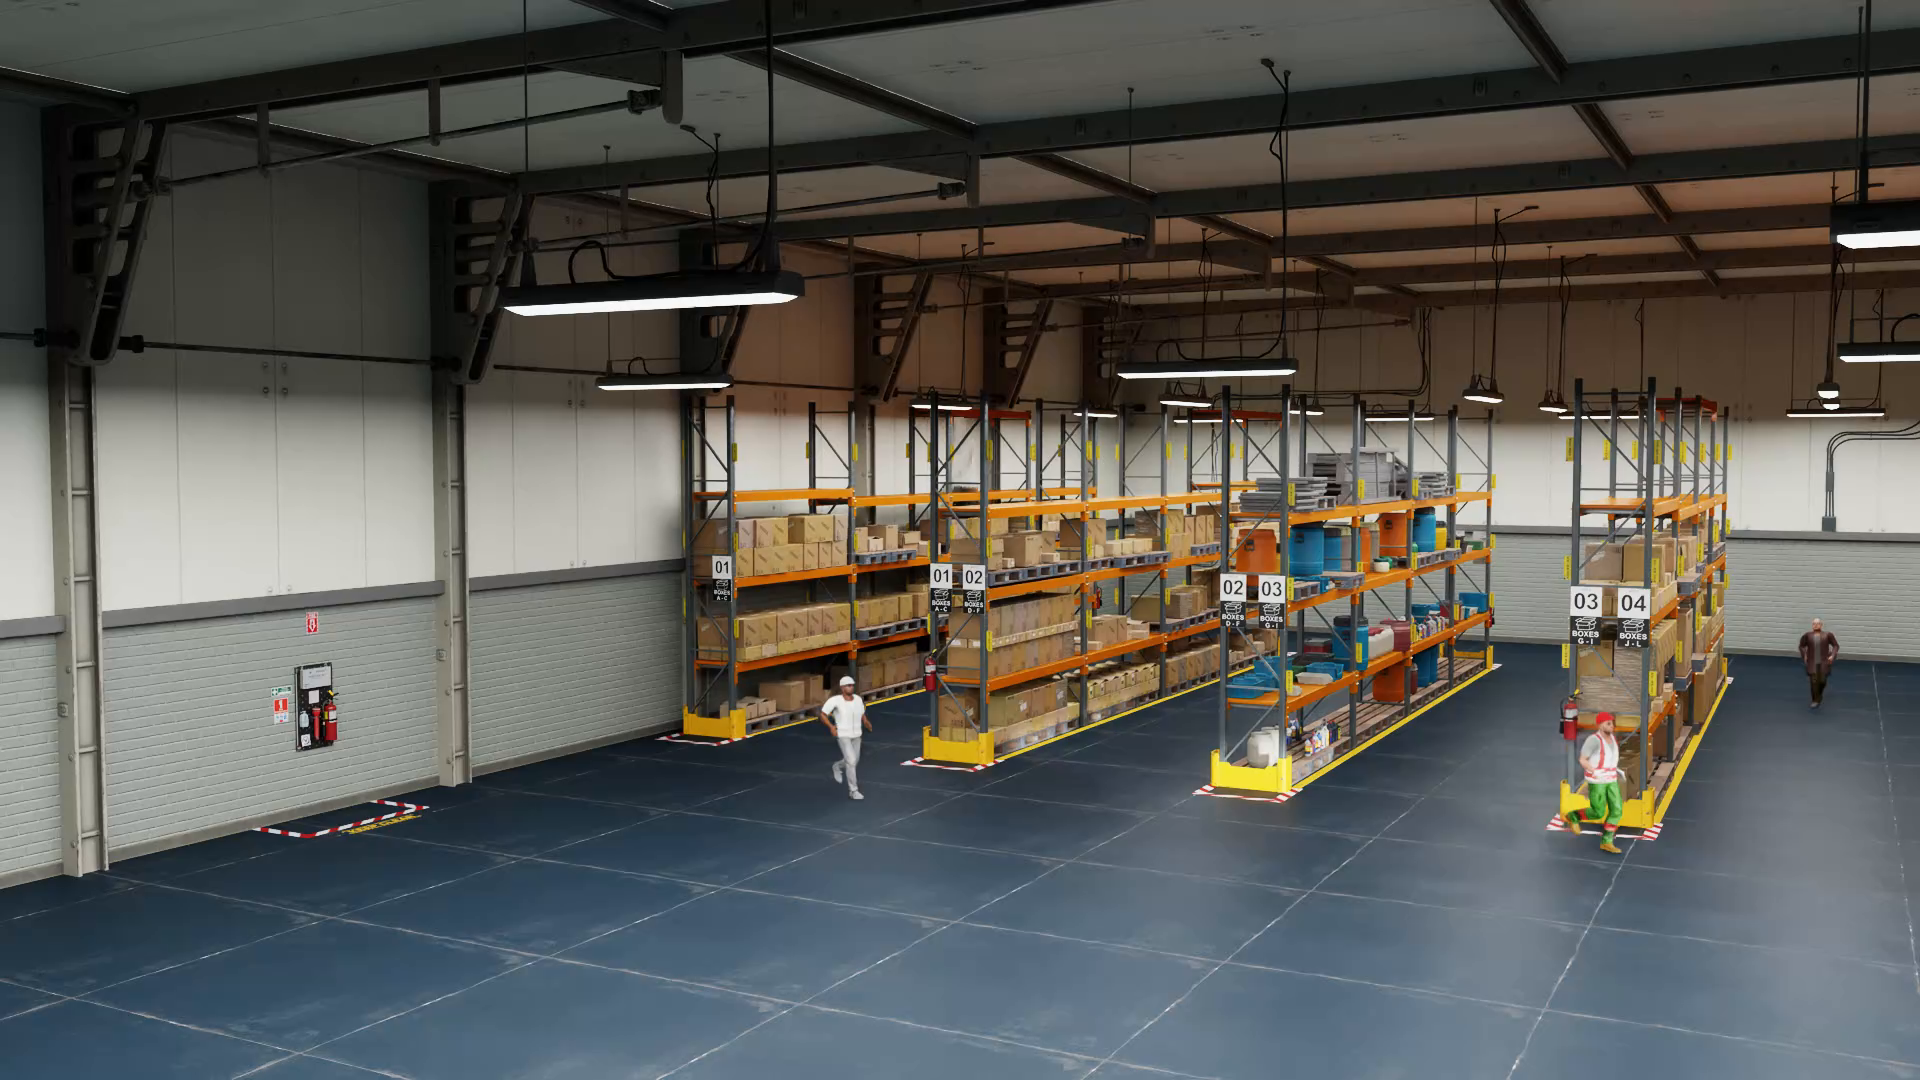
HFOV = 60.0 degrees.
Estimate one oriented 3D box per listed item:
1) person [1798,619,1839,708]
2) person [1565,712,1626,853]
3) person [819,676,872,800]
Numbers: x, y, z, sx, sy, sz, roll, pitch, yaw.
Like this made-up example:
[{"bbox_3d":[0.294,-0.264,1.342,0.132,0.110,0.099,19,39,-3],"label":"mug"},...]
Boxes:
[{"bbox_3d":[16.872,2.419,32.711,0.711,1.745,0.602,2,4,31],"label":"person"},{"bbox_3d":[8.049,3.024,20.999,0.644,1.747,0.795,-2,3,-27],"label":"person"},{"bbox_3d":[-1.660,2.861,24.244,0.700,1.761,0.872,-2,4,-38],"label":"person"}]
